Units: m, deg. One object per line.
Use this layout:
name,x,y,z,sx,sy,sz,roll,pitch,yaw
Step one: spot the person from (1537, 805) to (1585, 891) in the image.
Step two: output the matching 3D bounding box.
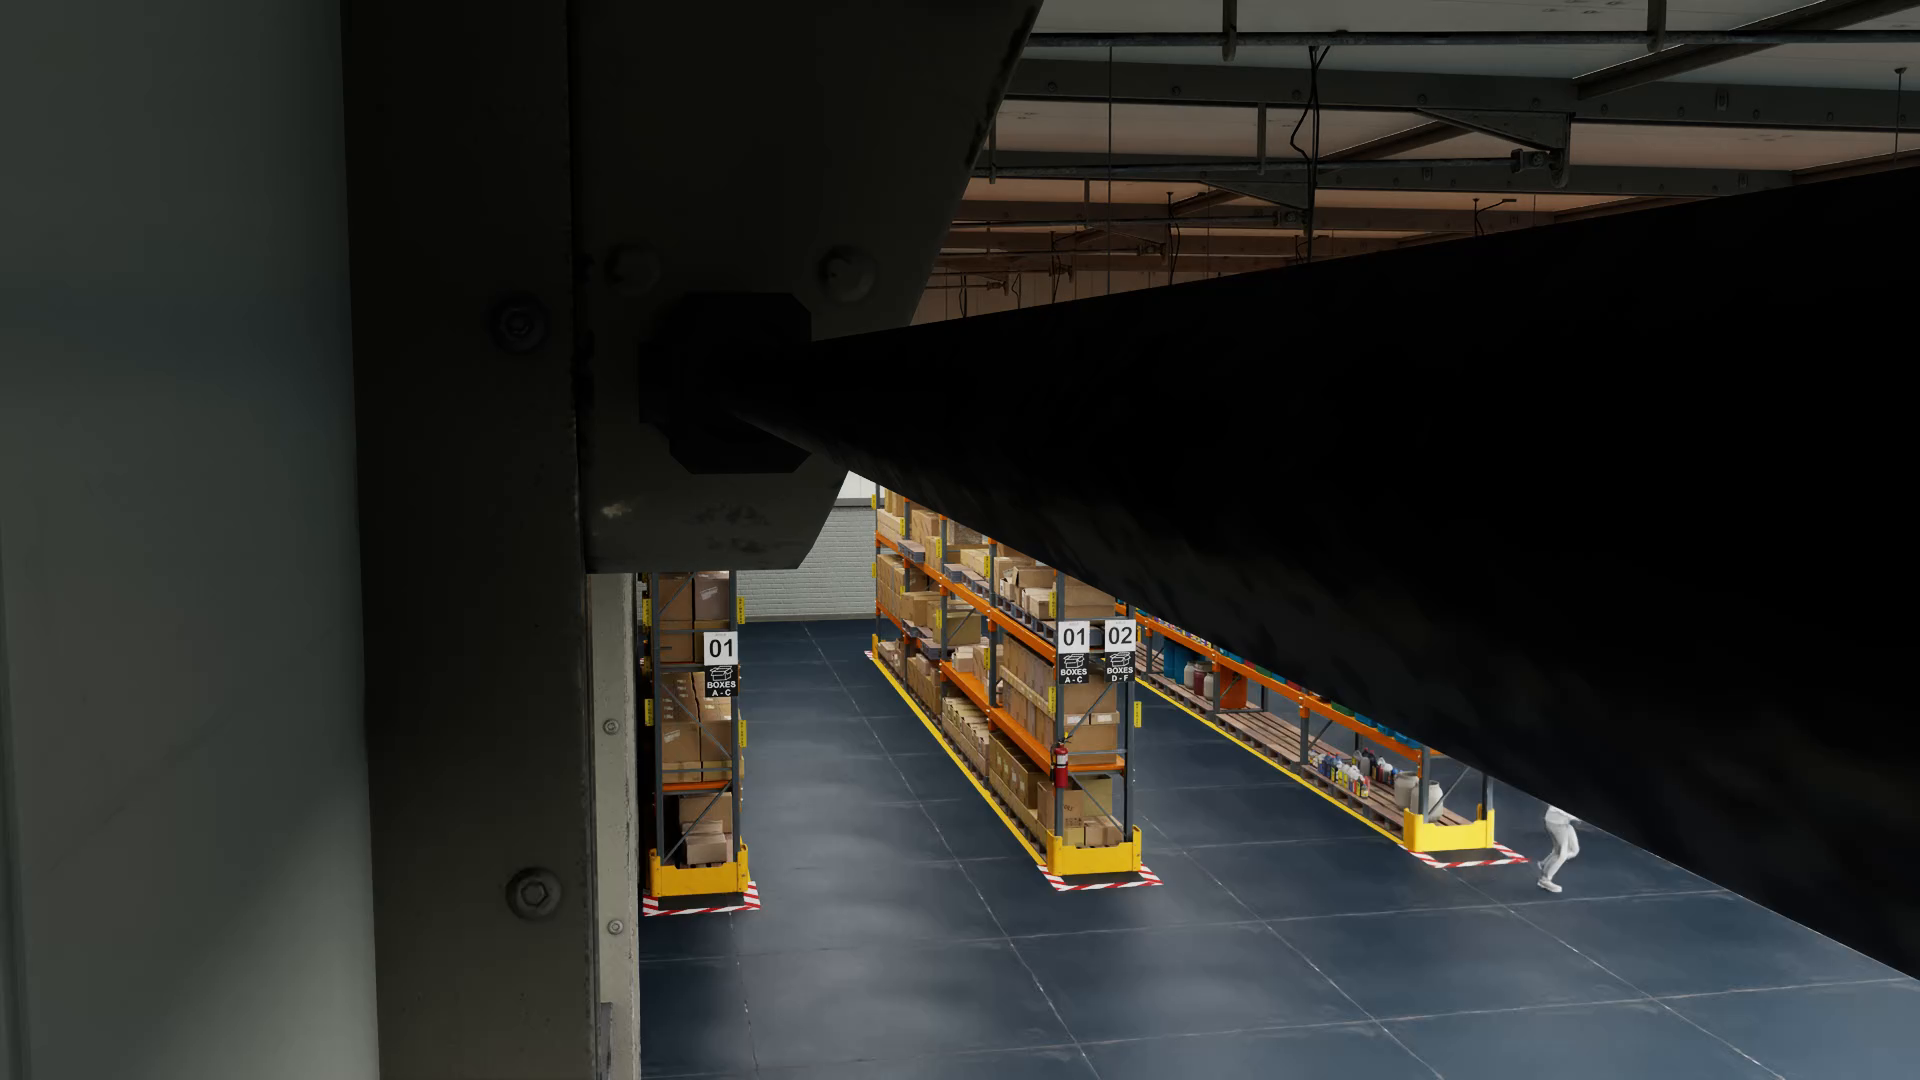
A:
person,7.331,3.435,20.218,0.549,1.662,0.651,2,6,22
